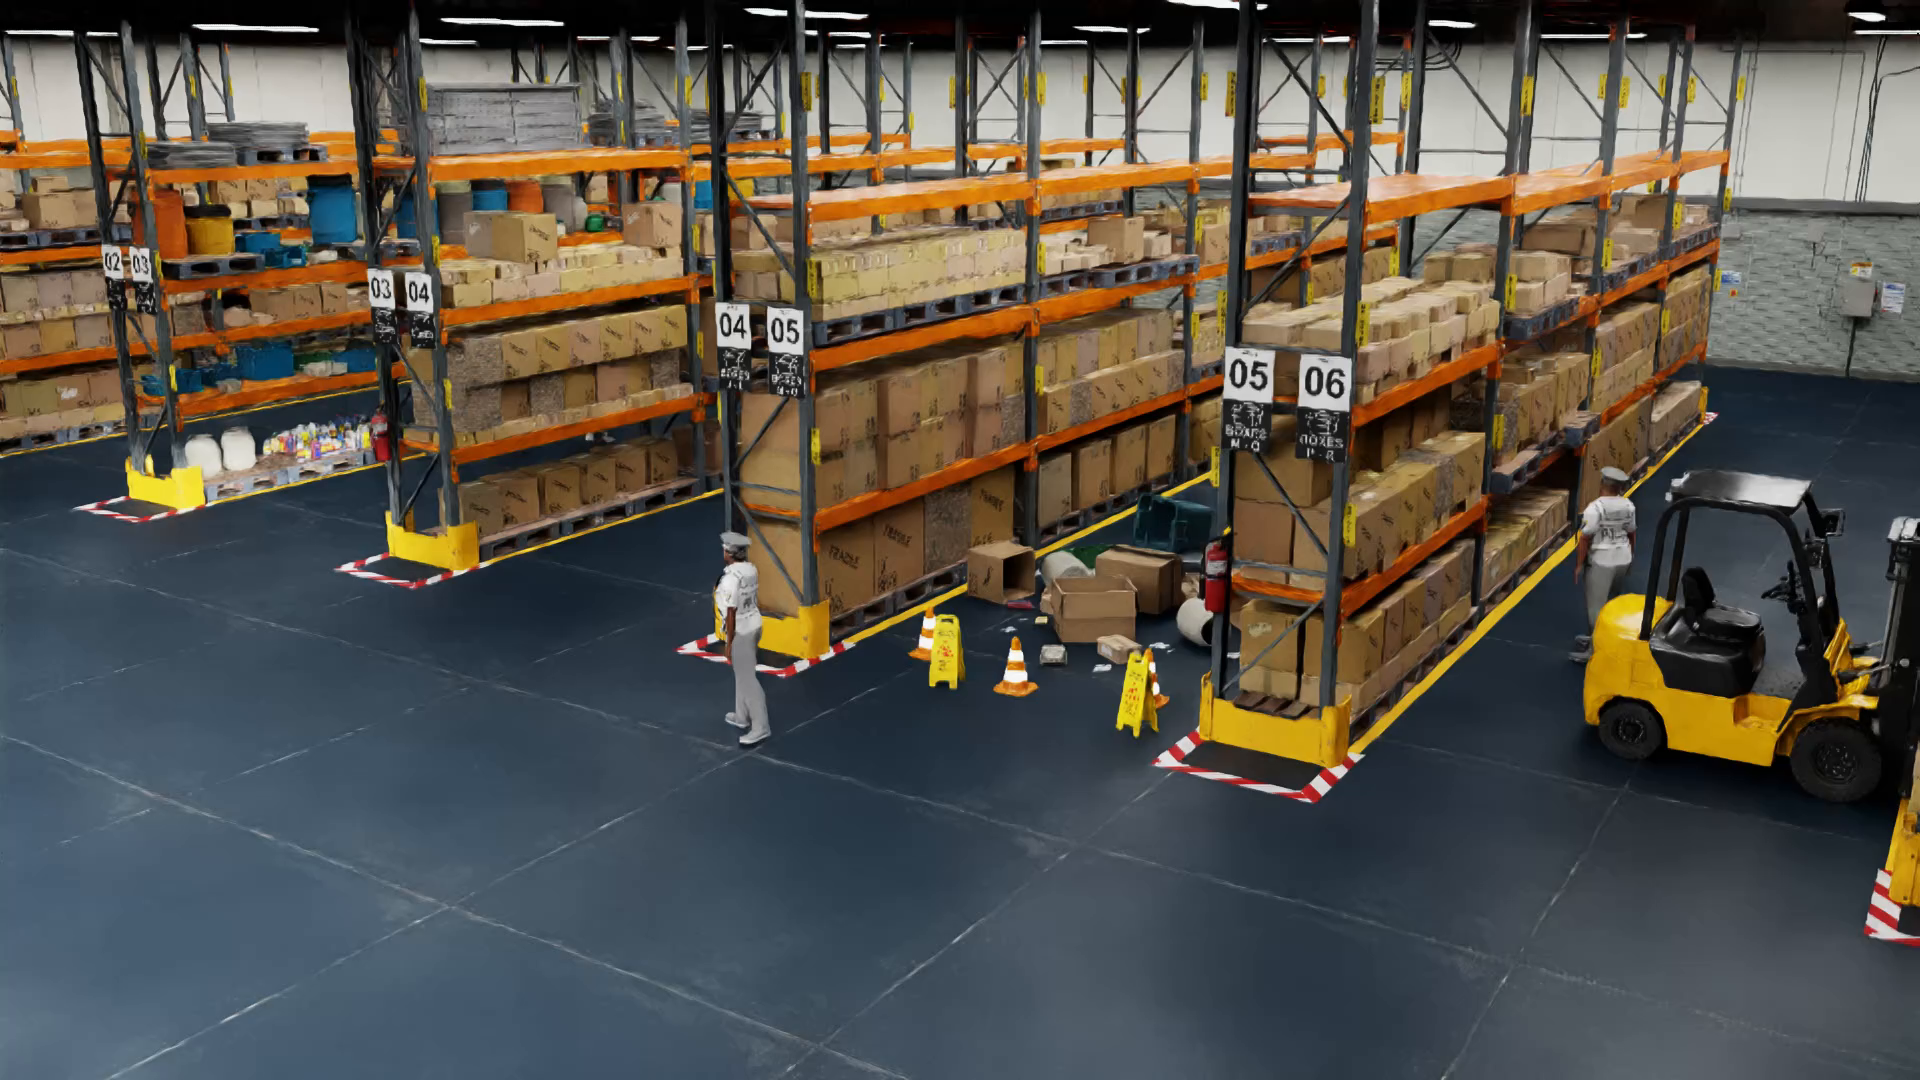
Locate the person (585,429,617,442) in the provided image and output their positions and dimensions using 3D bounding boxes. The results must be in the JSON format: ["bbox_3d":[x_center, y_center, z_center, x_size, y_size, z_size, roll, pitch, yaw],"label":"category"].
[{"bbox_3d":[-5.250,-2.282,24.119,0.444,1.769,0.569,1,16,5],"label":"person"}]

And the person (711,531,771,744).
[{"bbox_3d":[-1.761,0.768,13.373,0.533,1.666,0.586,4,16,15],"label":"person"}]

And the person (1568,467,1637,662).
[{"bbox_3d":[5.844,0.205,15.169,0.654,1.748,0.584,-7,17,-24],"label":"person"}]
